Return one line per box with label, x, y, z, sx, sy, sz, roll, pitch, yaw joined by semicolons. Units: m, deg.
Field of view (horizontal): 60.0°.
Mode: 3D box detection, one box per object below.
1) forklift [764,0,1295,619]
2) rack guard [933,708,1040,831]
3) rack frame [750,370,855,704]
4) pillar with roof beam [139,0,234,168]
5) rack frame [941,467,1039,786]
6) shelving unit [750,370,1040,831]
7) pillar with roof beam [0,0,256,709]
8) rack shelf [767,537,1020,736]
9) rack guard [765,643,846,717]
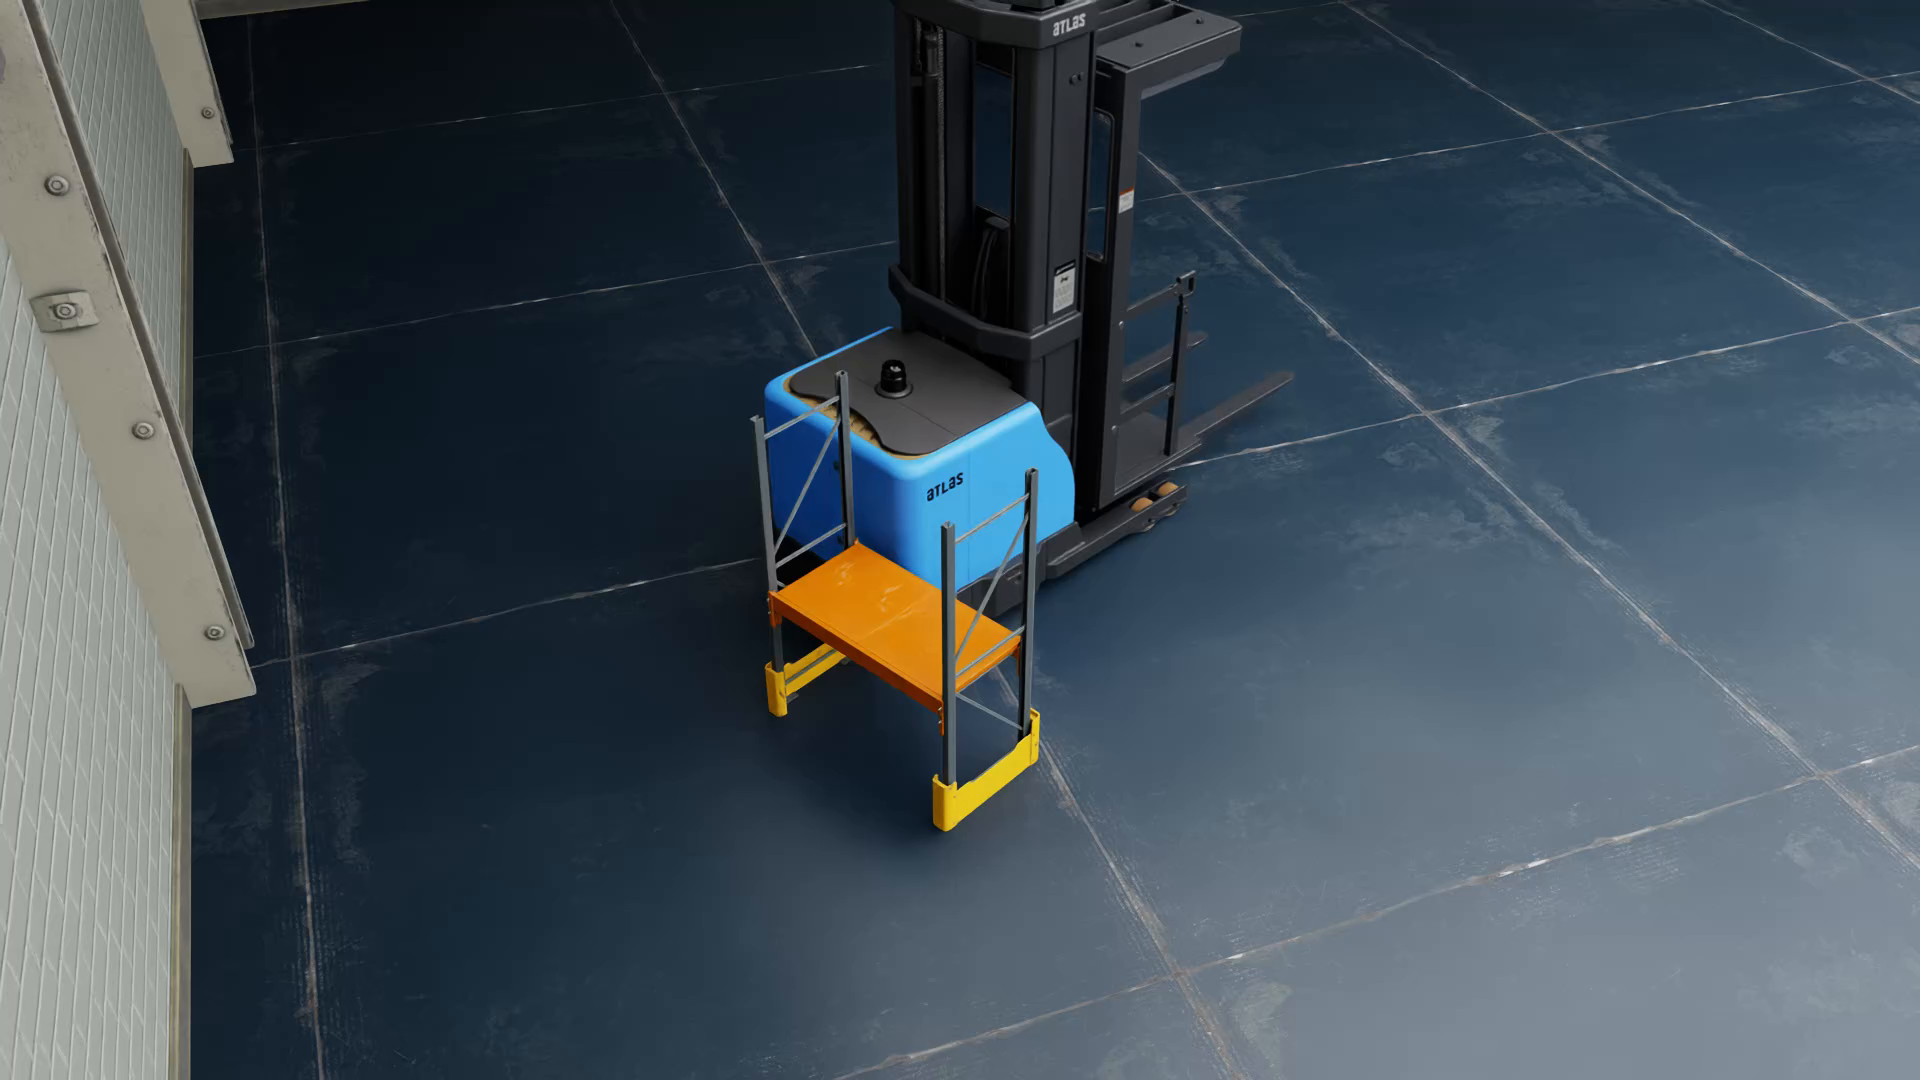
forklift;0.516;-1.420;7.759;3.031;2.935;1.130;-30;46;-33
rack guard;0.111;0.940;6.854;0.087;0.250;0.587;29;46;33
rack frame;-0.635;0.027;7.029;0.032;1.500;0.500;29;46;33
pillar with roof beam;-1.367;-7.269;10.481;9.100;9.000;0.400;-12;39;-16
rack frame;0.112;0.442;6.478;0.032;1.500;0.500;29;46;33
shelving unit;-0.255;0.238;6.748;1.083;1.500;0.587;29;46;33
pillar with roof beam;0.698;-3.880;5.981;9.100;9.000;0.400;-12;39;-16
rack shelf;-0.261;0.378;6.861;1.000;0.185;0.538;29;46;33
rack guard;-0.621;0.534;7.394;0.087;0.250;0.587;29;46;33
